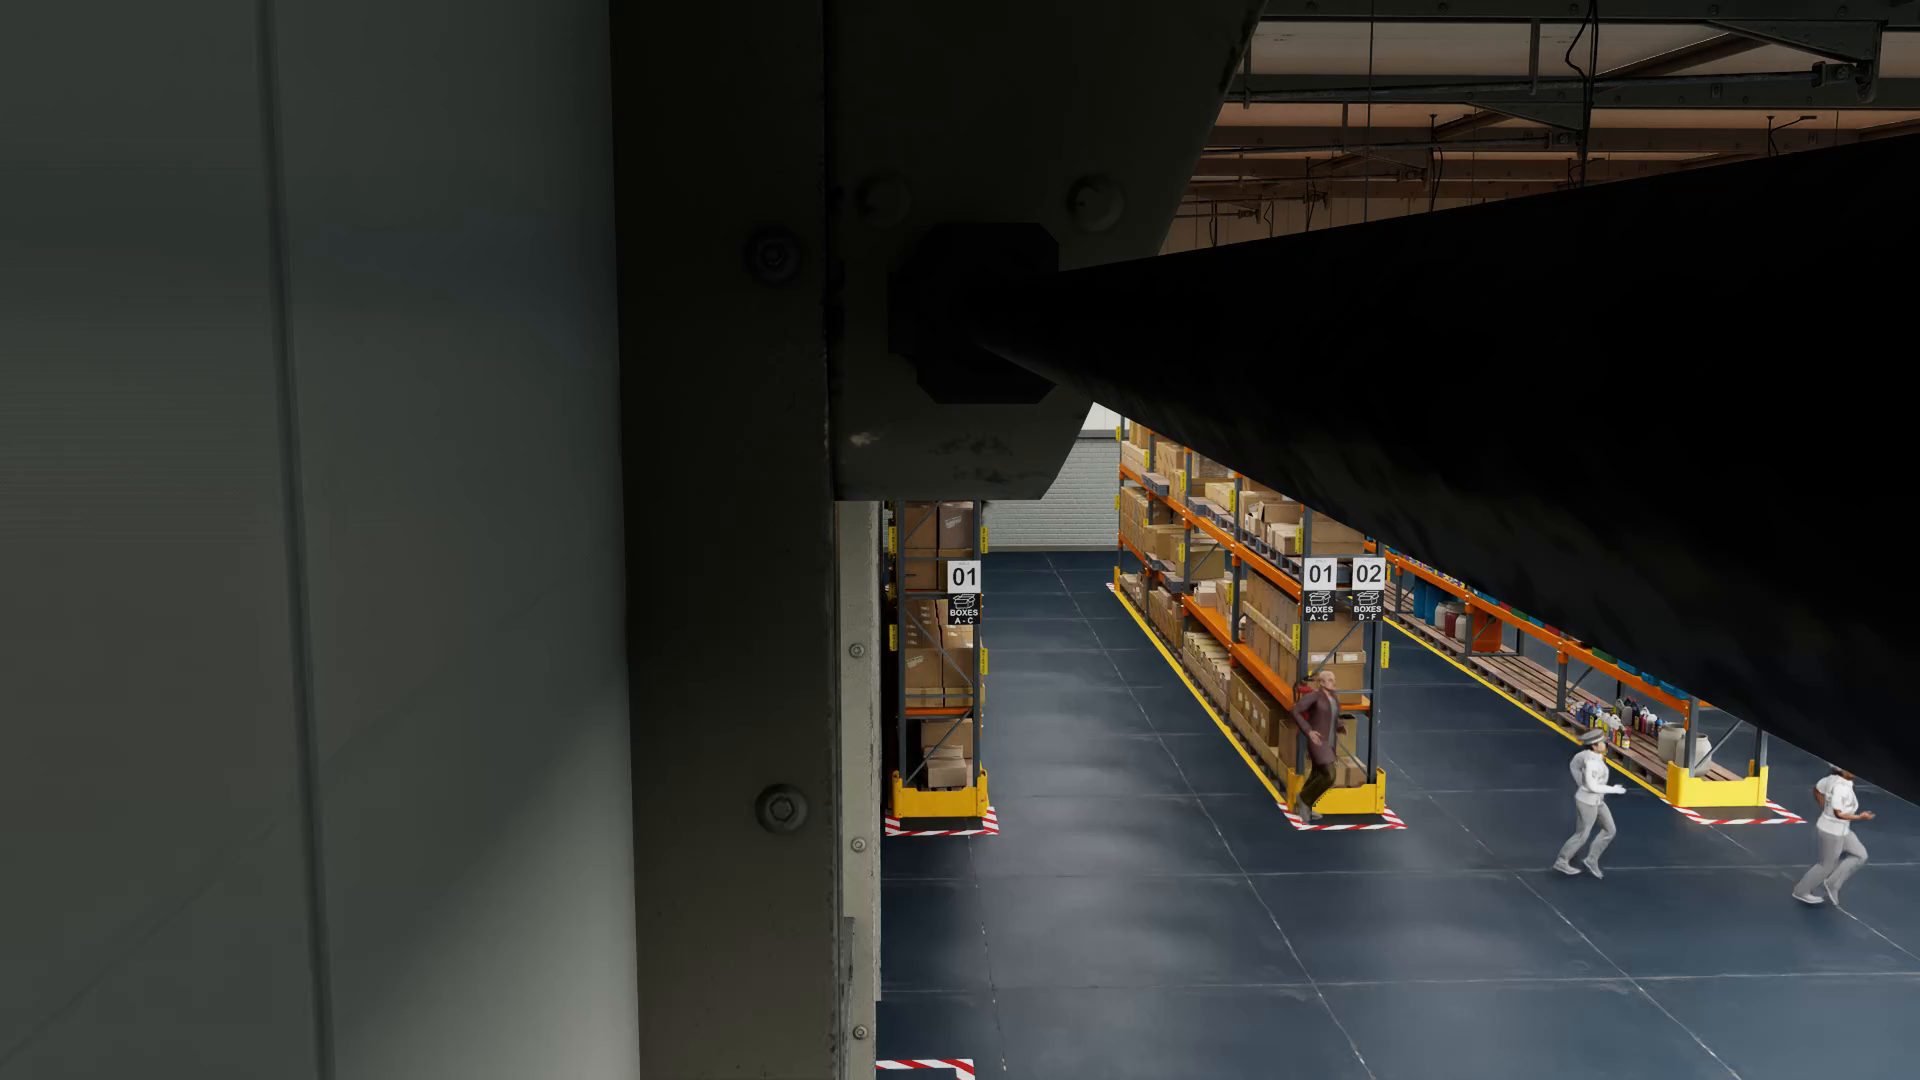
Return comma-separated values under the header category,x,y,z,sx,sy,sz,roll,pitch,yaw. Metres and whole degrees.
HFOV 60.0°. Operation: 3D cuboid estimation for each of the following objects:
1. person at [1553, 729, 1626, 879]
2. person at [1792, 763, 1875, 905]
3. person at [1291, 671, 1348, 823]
category,x,y,z,sx,sy,sz,roll,pitch,yaw
person,6.906,2.899,18.201,0.703,1.722,0.605,4,9,26
person,9.112,3.026,17.301,0.686,1.675,0.566,4,9,28
person,4.237,2.411,19.433,0.590,1.780,0.726,8,11,44
